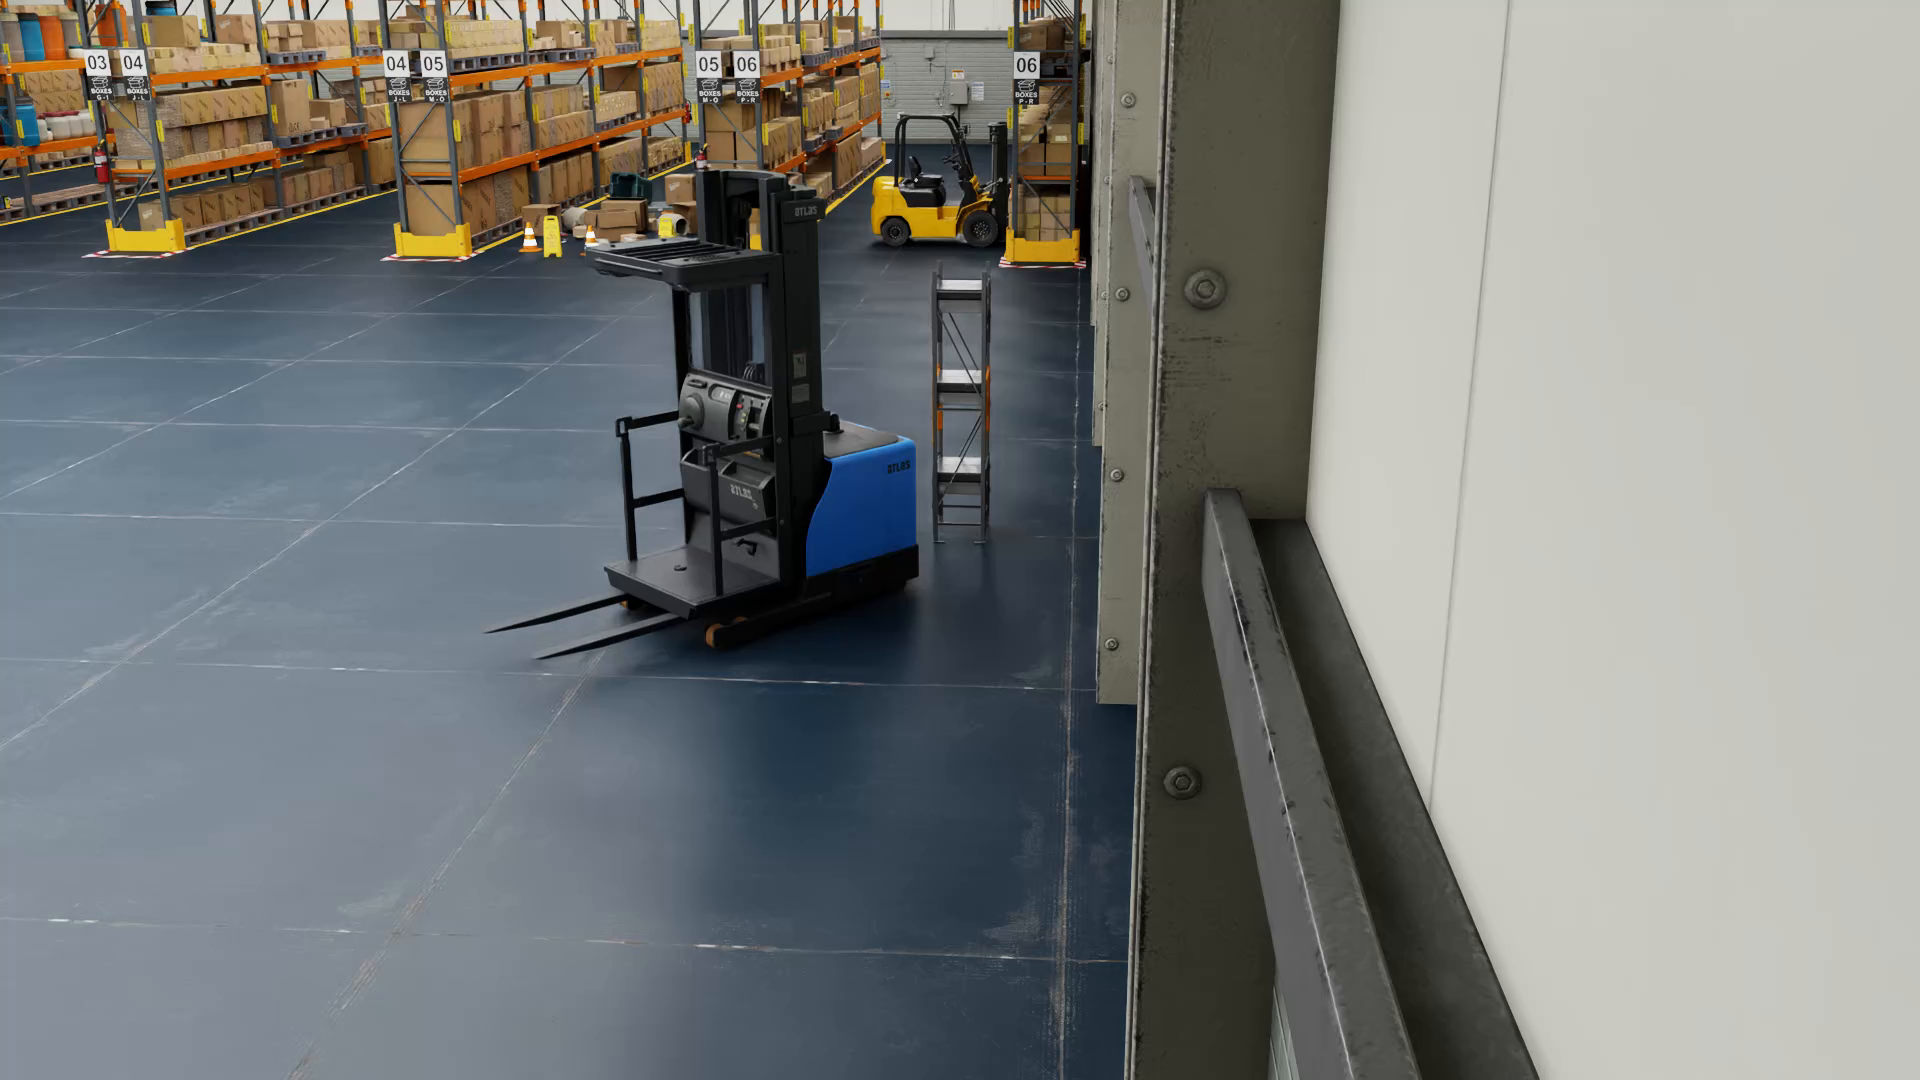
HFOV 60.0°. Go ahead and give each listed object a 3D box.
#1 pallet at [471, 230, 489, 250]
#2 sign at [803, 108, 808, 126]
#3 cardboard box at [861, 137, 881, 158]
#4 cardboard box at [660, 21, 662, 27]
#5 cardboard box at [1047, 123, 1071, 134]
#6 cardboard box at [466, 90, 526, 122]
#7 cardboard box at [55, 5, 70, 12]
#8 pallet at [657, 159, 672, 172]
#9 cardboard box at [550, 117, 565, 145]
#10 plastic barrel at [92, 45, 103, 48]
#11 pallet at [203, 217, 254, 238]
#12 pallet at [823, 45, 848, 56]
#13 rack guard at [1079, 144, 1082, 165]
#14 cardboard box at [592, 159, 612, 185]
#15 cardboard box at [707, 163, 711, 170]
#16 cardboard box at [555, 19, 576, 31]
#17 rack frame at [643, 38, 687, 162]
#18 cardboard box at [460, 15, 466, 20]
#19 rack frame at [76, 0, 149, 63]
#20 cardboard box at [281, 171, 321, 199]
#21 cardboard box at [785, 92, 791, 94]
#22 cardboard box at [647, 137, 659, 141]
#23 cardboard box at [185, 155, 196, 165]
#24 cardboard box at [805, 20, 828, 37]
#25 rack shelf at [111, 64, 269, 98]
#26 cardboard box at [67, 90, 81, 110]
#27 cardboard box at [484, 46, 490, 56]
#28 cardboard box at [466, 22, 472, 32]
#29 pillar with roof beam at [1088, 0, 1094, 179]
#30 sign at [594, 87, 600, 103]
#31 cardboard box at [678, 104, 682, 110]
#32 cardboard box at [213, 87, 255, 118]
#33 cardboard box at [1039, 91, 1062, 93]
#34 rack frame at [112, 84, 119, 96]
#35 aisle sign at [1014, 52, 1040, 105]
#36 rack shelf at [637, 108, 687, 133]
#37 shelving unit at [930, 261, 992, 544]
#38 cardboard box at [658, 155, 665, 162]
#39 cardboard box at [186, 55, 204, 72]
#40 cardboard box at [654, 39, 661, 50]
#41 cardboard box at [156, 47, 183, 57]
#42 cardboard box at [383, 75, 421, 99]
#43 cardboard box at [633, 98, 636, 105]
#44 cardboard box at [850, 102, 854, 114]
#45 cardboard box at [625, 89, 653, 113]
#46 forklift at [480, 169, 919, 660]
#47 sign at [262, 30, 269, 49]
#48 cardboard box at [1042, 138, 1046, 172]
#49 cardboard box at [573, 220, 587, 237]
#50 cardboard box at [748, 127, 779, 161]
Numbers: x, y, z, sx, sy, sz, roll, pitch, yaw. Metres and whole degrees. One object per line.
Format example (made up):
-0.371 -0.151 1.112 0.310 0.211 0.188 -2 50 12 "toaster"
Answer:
-8.591 -5.016 27.891 1.003 0.211 1.213 1 18 4 "pallet"
-2.798 -7.656 30.079 0.100 0.325 0.005 1 18 4 "sign"
-2.427 -9.756 41.319 0.875 0.438 0.875 1 18 2 "cardboard box"
-7.287 -12.254 39.484 0.380 0.149 0.250 1 18 2 "cardboard box"
1.562 -6.499 26.259 0.380 0.149 0.250 1 18 3 "cardboard box"
-8.345 -7.804 29.946 0.875 0.550 0.550 1 18 4 "cardboard box"
-22.314 -12.902 40.896 0.700 0.500 0.500 1 18 4 "cardboard box"
-7.613 -9.082 40.301 1.003 0.211 1.213 1 18 4 "pallet"
-7.904 -7.850 31.902 0.500 0.500 0.500 1 18 4 "cardboard box"
-17.844 -10.102 34.367 0.294 0.245 0.294 0 18 0 "plastic barrel"
-13.322 -5.561 29.555 1.003 0.211 1.213 1 18 4 "pallet"
-2.982 -10.381 35.272 1.003 0.211 1.213 2 18 6 "pallet"
2.467 -9.660 41.601 1.175 0.500 0.348 1 18 4 "rack guard"
-7.692 -7.801 35.254 0.500 0.500 0.500 1 18 2 "cardboard box"
-3.905 -6.094 27.108 0.380 0.149 0.250 1 18 3 "cardboard box"
-8.205 -10.703 34.563 0.396 0.266 0.258 1 18 4 "cardboard box"
-7.424 -11.060 41.859 1.000 3.000 0.127 1 18 4 "rack frame"
-12.508 -12.587 40.708 0.700 0.500 0.500 1 18 2 "cardboard box"
-13.511 -9.084 26.193 1.000 3.000 0.127 1 18 4 "rack frame"
-13.066 -7.008 32.801 0.700 0.500 0.500 0 18 -1 "cardboard box"
-3.316 -8.750 33.497 0.500 0.500 0.500 1 18 2 "cardboard box"
-7.700 -9.944 41.402 0.380 0.149 0.250 2 18 5 "cardboard box"
-13.185 -6.429 28.131 0.380 0.149 0.250 1 18 4 "cardboard box"
-3.118 -11.144 36.463 0.500 0.500 0.500 1 18 3 "cardboard box"
-13.367 -7.938 28.668 1.077 0.370 4.000 1 18 4 "rack shelf"
-22.116 -10.854 41.071 0.500 0.500 0.500 1 18 3 "cardboard box"
-8.118 -8.214 27.926 0.380 0.149 0.250 1 18 4 "cardboard box"
-8.173 -8.355 27.075 0.380 0.149 0.250 1 18 4 "cardboard box"
-1.160 -12.772 37.450 9.100 9.000 0.400 1 18 4 "pillar with roof beam"
-7.443 -9.114 34.062 0.100 0.325 0.005 1 18 4 "sign"
-7.165 -10.833 41.570 0.380 0.149 0.250 1 18 4 "cardboard box"
-13.016 -7.838 29.782 0.500 0.500 0.500 1 18 4 "cardboard box"
1.890 -9.570 36.477 0.700 0.500 0.500 1 18 5 "cardboard box"
-22.244 -11.424 42.971 1.000 3.000 0.127 1 18 4 "rack frame"
1.027 -7.124 25.671 0.394 0.787 0.004 1 18 4 "aisle sign"
-7.567 -10.097 40.076 1.077 0.370 4.000 1 18 4 "rack shelf"
0.012 -1.049 12.753 0.431 2.100 0.503 1 18 4 "shelving unit"
-7.311 -9.172 40.002 0.380 0.149 0.250 1 18 2 "cardboard box"
-13.148 -8.045 28.081 0.500 0.250 0.500 1 18 4 "cardboard box"
-7.330 -11.627 39.013 0.500 0.250 0.500 2 18 6 "cardboard box"
-13.159 -8.099 27.607 0.380 0.149 0.250 2 18 6 "cardboard box"
-12.688 -10.285 37.724 0.797 0.503 0.637 1 18 2 "cardboard box"
-7.542 -9.911 37.605 0.380 0.149 0.250 2 18 6 "cardboard box"
-2.615 -9.446 36.372 0.500 0.250 0.500 2 18 5 "cardboard box"
-7.424 -10.155 38.458 0.500 0.500 0.500 1 18 3 "cardboard box"
-1.705 -0.864 10.854 3.031 2.935 1.130 -17 24 -41 "forklift"
-12.682 -9.137 30.342 0.100 0.325 0.005 1 18 4 "sign"
1.145 -6.269 27.078 0.500 0.500 0.500 2 18 6 "cardboard box"
-6.570 -5.459 29.156 0.396 0.266 0.258 4 19 13 "cardboard box"
-3.282 -6.502 27.312 0.500 0.500 0.500 2 18 6 "cardboard box"
